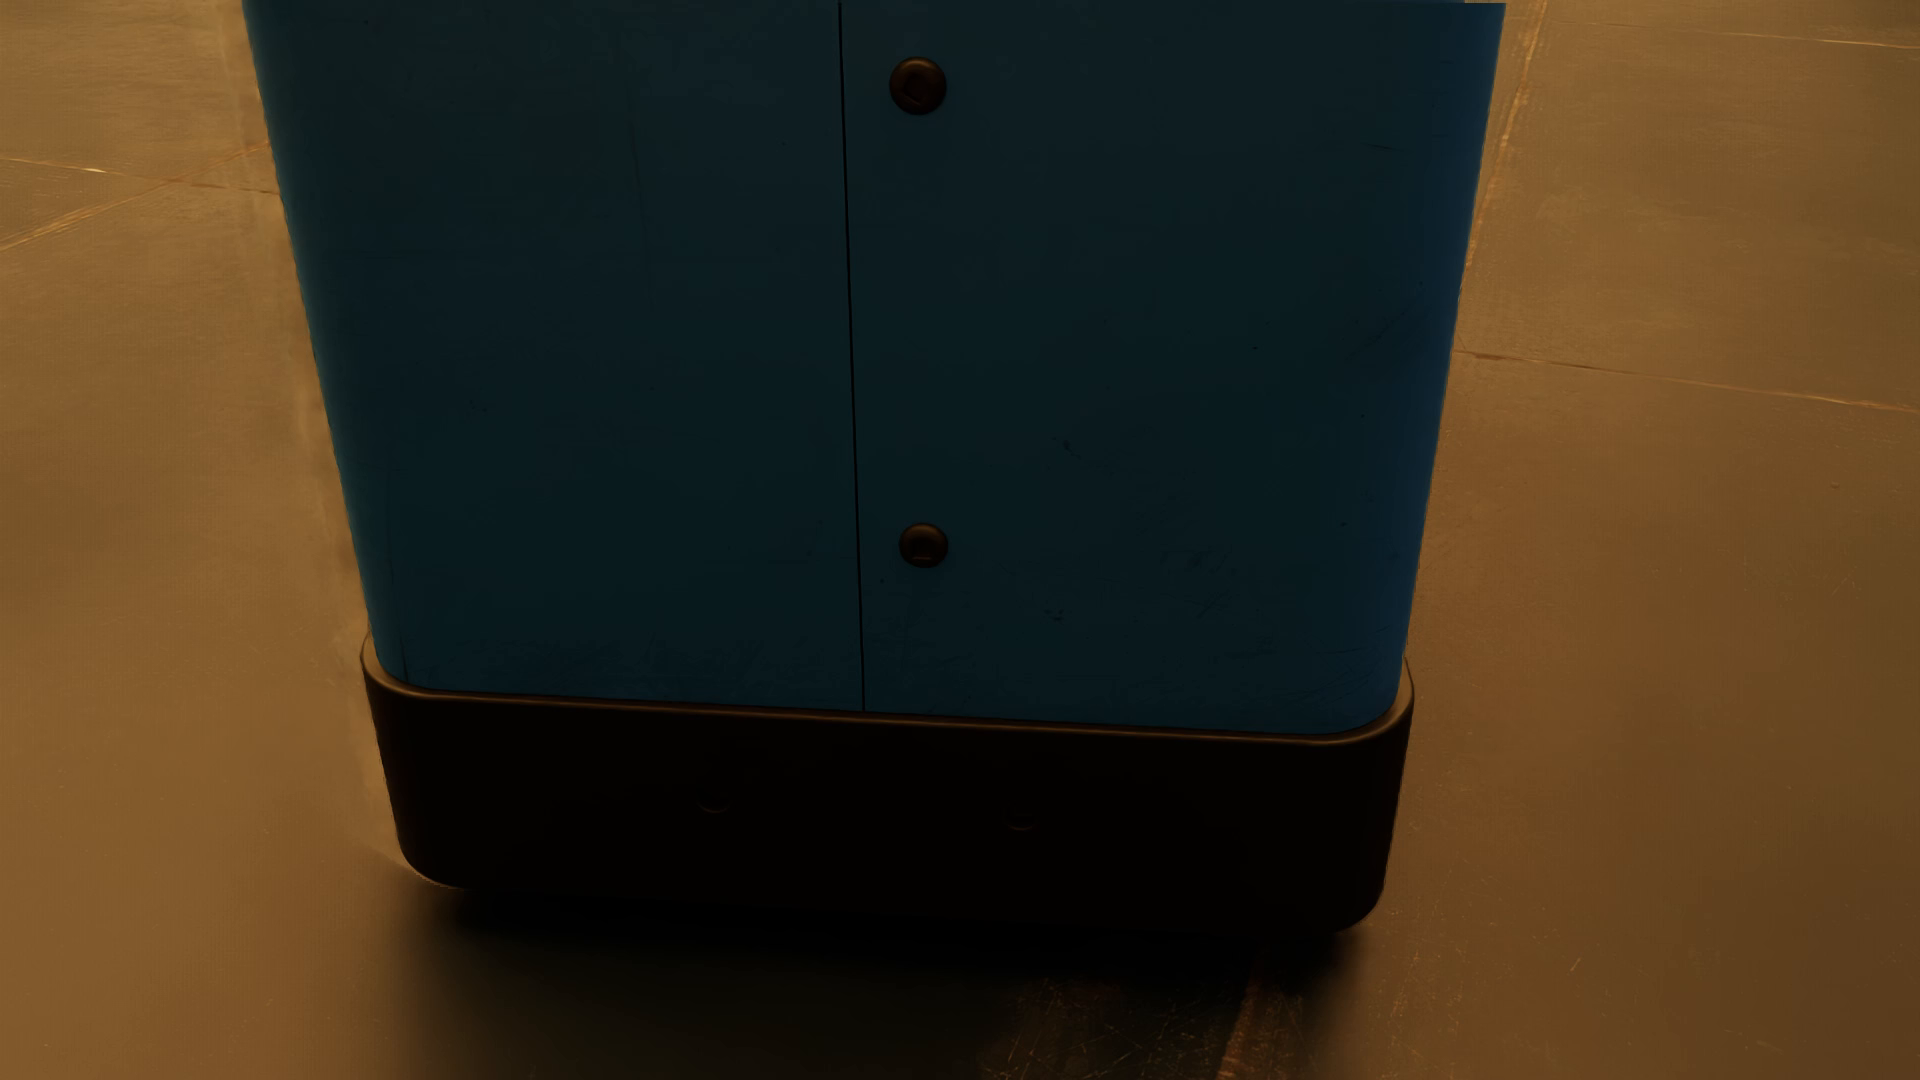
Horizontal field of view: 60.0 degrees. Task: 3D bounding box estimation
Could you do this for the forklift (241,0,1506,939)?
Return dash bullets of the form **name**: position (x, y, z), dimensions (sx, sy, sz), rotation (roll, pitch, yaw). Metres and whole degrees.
- **forklift**: position (0.042, -1.577, 2.311), dimensions (1.130, 2.935, 3.031), rotation (2, 30, 4)
